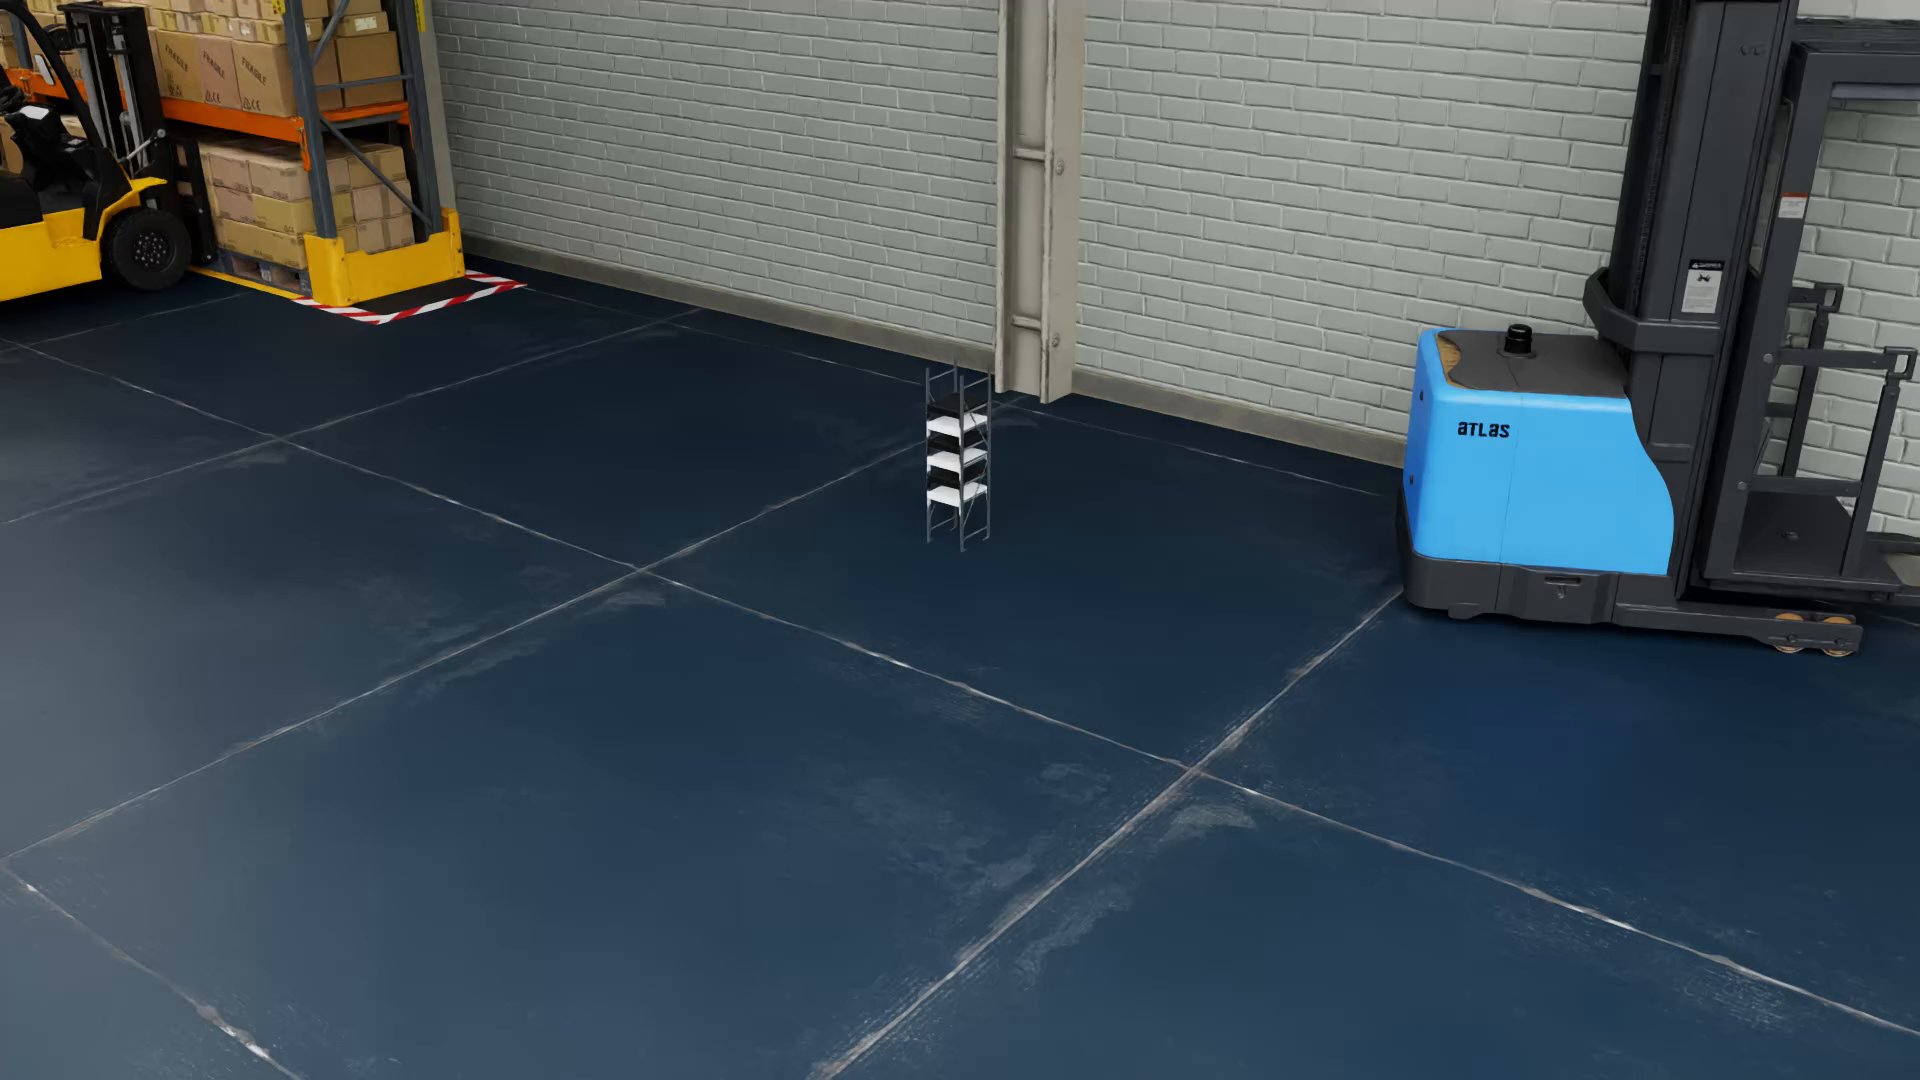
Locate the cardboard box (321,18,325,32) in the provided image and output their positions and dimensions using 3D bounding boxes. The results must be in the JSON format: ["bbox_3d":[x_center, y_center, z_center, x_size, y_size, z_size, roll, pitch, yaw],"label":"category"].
[{"bbox_3d":[-4.674,-3.839,12.314,0.250,0.149,0.380,17,29,33],"label":"cardboard box"}]

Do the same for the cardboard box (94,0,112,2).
[{"bbox_3d":[-6.605,-4.322,13.042,0.250,0.149,0.380,16,29,32],"label":"cardboard box"}]

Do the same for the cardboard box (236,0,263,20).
[{"bbox_3d":[-4.951,-3.838,11.944,0.250,0.149,0.380,17,29,33],"label":"cardboard box"}]

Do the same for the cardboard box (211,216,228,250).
[{"bbox_3d":[-5.675,-2.484,13.058,0.500,0.250,0.500,17,29,34],"label":"cardboard box"}]

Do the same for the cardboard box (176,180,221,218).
[{"bbox_3d":[-5.720,-2.714,12.959,0.500,0.250,0.500,16,28,32],"label":"cardboard box"}]

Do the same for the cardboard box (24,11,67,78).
[{"bbox_3d":[-7.324,-4.113,13.741,0.500,0.500,0.500,16,28,32],"label":"cardboard box"}]

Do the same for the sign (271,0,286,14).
[{"bbox_3d":[-4.659,-3.758,11.329,0.005,0.325,0.100,17,29,33],"label":"sign"}]

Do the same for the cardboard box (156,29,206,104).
[{"bbox_3d":[-5.693,-3.624,12.630,0.500,0.500,0.500,16,29,32],"label":"cardboard box"}]

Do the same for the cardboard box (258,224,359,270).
[{"bbox_3d":[-4.888,-2.237,12.496,0.500,0.250,0.500,17,29,34],"label":"cardboard box"}]

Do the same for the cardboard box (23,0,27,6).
[{"bbox_3d":[-7.929,-4.612,14.069,0.250,0.149,0.380,18,29,35],"label":"cardboard box"}]

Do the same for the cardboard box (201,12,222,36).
[{"bbox_3d":[-5.352,-3.826,12.284,0.250,0.149,0.380,17,29,33],"label":"cardboard box"}]

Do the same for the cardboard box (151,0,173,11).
[{"bbox_3d":[-5.817,-4.065,12.459,0.250,0.149,0.380,17,29,34],"label":"cardboard box"}]

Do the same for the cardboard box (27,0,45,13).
[{"bbox_3d":[-7.426,-4.439,13.677,0.250,0.149,0.380,16,29,32],"label":"cardboard box"}]

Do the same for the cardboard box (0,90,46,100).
[{"bbox_3d":[-9.166,-3.858,15.710,0.625,0.625,0.875,15,28,31],"label":"cardboard box"}]

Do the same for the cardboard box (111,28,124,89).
[{"bbox_3d":[-6.492,-3.870,13.190,0.500,0.500,0.500,16,29,33],"label":"cardboard box"}]

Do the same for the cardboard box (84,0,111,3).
[{"bbox_3d":[-6.630,-4.176,13.079,0.250,0.149,0.380,16,29,33],"label":"cardboard box"}]

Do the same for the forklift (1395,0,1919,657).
[{"bbox_3d":[3.570,-1.075,7.054,3.031,2.935,1.130,4,24,10],"label":"forklift"}]

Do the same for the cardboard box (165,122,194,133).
[{"bbox_3d":[-6.516,-3.189,13.416,0.500,0.250,0.500,18,29,35],"label":"cardboard box"}]

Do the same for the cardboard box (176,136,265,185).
[{"bbox_3d":[-5.700,-2.934,12.838,0.500,0.250,0.500,17,29,34],"label":"cardboard box"}]

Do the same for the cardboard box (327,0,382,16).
[{"bbox_3d":[-4.463,-3.920,12.130,0.250,0.149,0.380,16,28,32],"label":"cardboard box"}]

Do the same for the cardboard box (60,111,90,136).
[{"bbox_3d":[-7.324,-3.432,13.968,0.500,0.250,0.500,16,29,33],"label":"cardboard box"}]

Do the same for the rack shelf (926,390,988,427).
[{"bbox_3d":[-0.006,-0.630,7.978,0.200,0.077,0.258,17,29,33],"label":"rack shelf"}]

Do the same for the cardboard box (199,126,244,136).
[{"bbox_3d":[-5.795,-3.230,13.511,0.500,0.250,0.500,16,28,32],"label":"cardboard box"}]

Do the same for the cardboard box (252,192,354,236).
[{"bbox_3d":[-4.899,-2.471,12.407,0.500,0.250,0.500,16,29,33],"label":"cardboard box"}]

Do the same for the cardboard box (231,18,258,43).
[{"bbox_3d":[-4.990,-3.680,11.953,0.250,0.149,0.380,17,29,34],"label":"cardboard box"}]

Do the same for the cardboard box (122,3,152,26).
[{"bbox_3d":[-6.200,-4.059,12.814,0.250,0.149,0.380,16,28,32],"label":"cardboard box"}]

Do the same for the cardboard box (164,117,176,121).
[{"bbox_3d":[-6.599,-3.476,14.068,0.500,0.250,0.500,16,29,33],"label":"cardboard box"}]

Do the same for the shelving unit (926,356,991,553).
[{"bbox_3d":[-0.006,-0.414,8.073,0.210,0.900,0.258,17,29,33],"label":"shelving unit"}]

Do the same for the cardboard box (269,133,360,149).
[{"bbox_3d":[-4.995,-2.980,12.942,0.500,0.250,0.500,17,29,33],"label":"cardboard box"}]

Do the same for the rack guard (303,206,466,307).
[{"bbox_3d":[-4.303,-2.142,12.491,0.348,0.500,1.175,17,29,33],"label":"rack guard"}]

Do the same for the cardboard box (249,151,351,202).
[{"bbox_3d":[-4.878,-2.694,12.293,0.500,0.250,0.500,18,29,35],"label":"cardboard box"}]

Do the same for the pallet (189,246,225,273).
[{"bbox_3d":[-5.931,-2.482,13.621,1.213,0.211,1.003,17,29,33],"label":"pallet"}]

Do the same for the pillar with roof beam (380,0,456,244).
[{"bbox_3d":[-6.921,-5.107,8.680,0.400,9.000,9.100,17,29,33],"label":"pillar with roof beam"}]

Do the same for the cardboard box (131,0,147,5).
[{"bbox_3d":[-6.157,-4.224,12.820,0.250,0.149,0.380,17,29,33],"label":"cardboard box"}]

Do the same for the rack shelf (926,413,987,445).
[{"bbox_3d":[-0.006,-0.548,8.014,0.200,0.077,0.258,17,29,33],"label":"rack shelf"}]

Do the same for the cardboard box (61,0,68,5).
[{"bbox_3d":[-6.992,-4.323,13.413,0.250,0.149,0.380,17,29,33],"label":"cardboard box"}]

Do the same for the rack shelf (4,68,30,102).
[{"bbox_3d":[-9.123,-4.413,15.438,4.000,0.370,1.077,17,29,33],"label":"rack shelf"}]

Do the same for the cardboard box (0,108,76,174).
[{"bbox_3d":[-7.947,-3.487,14.868,0.625,0.625,0.875,18,30,36],"label":"cardboard box"}]

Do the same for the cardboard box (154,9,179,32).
[{"bbox_3d":[-5.809,-3.930,12.521,0.250,0.149,0.380,17,29,34],"label":"cardboard box"}]

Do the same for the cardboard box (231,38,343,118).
[{"bbox_3d":[-4.873,-3.372,12.058,0.500,0.500,0.500,16,28,32],"label":"cardboard box"}]

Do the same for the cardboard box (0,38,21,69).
[{"bbox_3d":[-8.083,-4.228,14.311,0.500,0.250,0.500,18,29,34],"label":"cardboard box"}]

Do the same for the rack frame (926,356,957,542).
[{"bbox_3d":[-0.088,-0.438,8.129,0.006,0.900,0.240,17,29,33],"label":"rack frame"}]

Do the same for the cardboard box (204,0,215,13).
[{"bbox_3d":[-5.331,-3.977,12.259,0.250,0.149,0.380,17,29,34],"label":"cardboard box"}]

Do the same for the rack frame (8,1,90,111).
[{"bbox_3d":[-7.523,-4.259,14.196,0.127,3.000,1.000,17,29,33],"label":"rack frame"}]

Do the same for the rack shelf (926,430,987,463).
[{"bbox_3d":[-0.006,-0.466,8.050,0.200,0.077,0.258,17,29,33],"label":"rack shelf"}]
